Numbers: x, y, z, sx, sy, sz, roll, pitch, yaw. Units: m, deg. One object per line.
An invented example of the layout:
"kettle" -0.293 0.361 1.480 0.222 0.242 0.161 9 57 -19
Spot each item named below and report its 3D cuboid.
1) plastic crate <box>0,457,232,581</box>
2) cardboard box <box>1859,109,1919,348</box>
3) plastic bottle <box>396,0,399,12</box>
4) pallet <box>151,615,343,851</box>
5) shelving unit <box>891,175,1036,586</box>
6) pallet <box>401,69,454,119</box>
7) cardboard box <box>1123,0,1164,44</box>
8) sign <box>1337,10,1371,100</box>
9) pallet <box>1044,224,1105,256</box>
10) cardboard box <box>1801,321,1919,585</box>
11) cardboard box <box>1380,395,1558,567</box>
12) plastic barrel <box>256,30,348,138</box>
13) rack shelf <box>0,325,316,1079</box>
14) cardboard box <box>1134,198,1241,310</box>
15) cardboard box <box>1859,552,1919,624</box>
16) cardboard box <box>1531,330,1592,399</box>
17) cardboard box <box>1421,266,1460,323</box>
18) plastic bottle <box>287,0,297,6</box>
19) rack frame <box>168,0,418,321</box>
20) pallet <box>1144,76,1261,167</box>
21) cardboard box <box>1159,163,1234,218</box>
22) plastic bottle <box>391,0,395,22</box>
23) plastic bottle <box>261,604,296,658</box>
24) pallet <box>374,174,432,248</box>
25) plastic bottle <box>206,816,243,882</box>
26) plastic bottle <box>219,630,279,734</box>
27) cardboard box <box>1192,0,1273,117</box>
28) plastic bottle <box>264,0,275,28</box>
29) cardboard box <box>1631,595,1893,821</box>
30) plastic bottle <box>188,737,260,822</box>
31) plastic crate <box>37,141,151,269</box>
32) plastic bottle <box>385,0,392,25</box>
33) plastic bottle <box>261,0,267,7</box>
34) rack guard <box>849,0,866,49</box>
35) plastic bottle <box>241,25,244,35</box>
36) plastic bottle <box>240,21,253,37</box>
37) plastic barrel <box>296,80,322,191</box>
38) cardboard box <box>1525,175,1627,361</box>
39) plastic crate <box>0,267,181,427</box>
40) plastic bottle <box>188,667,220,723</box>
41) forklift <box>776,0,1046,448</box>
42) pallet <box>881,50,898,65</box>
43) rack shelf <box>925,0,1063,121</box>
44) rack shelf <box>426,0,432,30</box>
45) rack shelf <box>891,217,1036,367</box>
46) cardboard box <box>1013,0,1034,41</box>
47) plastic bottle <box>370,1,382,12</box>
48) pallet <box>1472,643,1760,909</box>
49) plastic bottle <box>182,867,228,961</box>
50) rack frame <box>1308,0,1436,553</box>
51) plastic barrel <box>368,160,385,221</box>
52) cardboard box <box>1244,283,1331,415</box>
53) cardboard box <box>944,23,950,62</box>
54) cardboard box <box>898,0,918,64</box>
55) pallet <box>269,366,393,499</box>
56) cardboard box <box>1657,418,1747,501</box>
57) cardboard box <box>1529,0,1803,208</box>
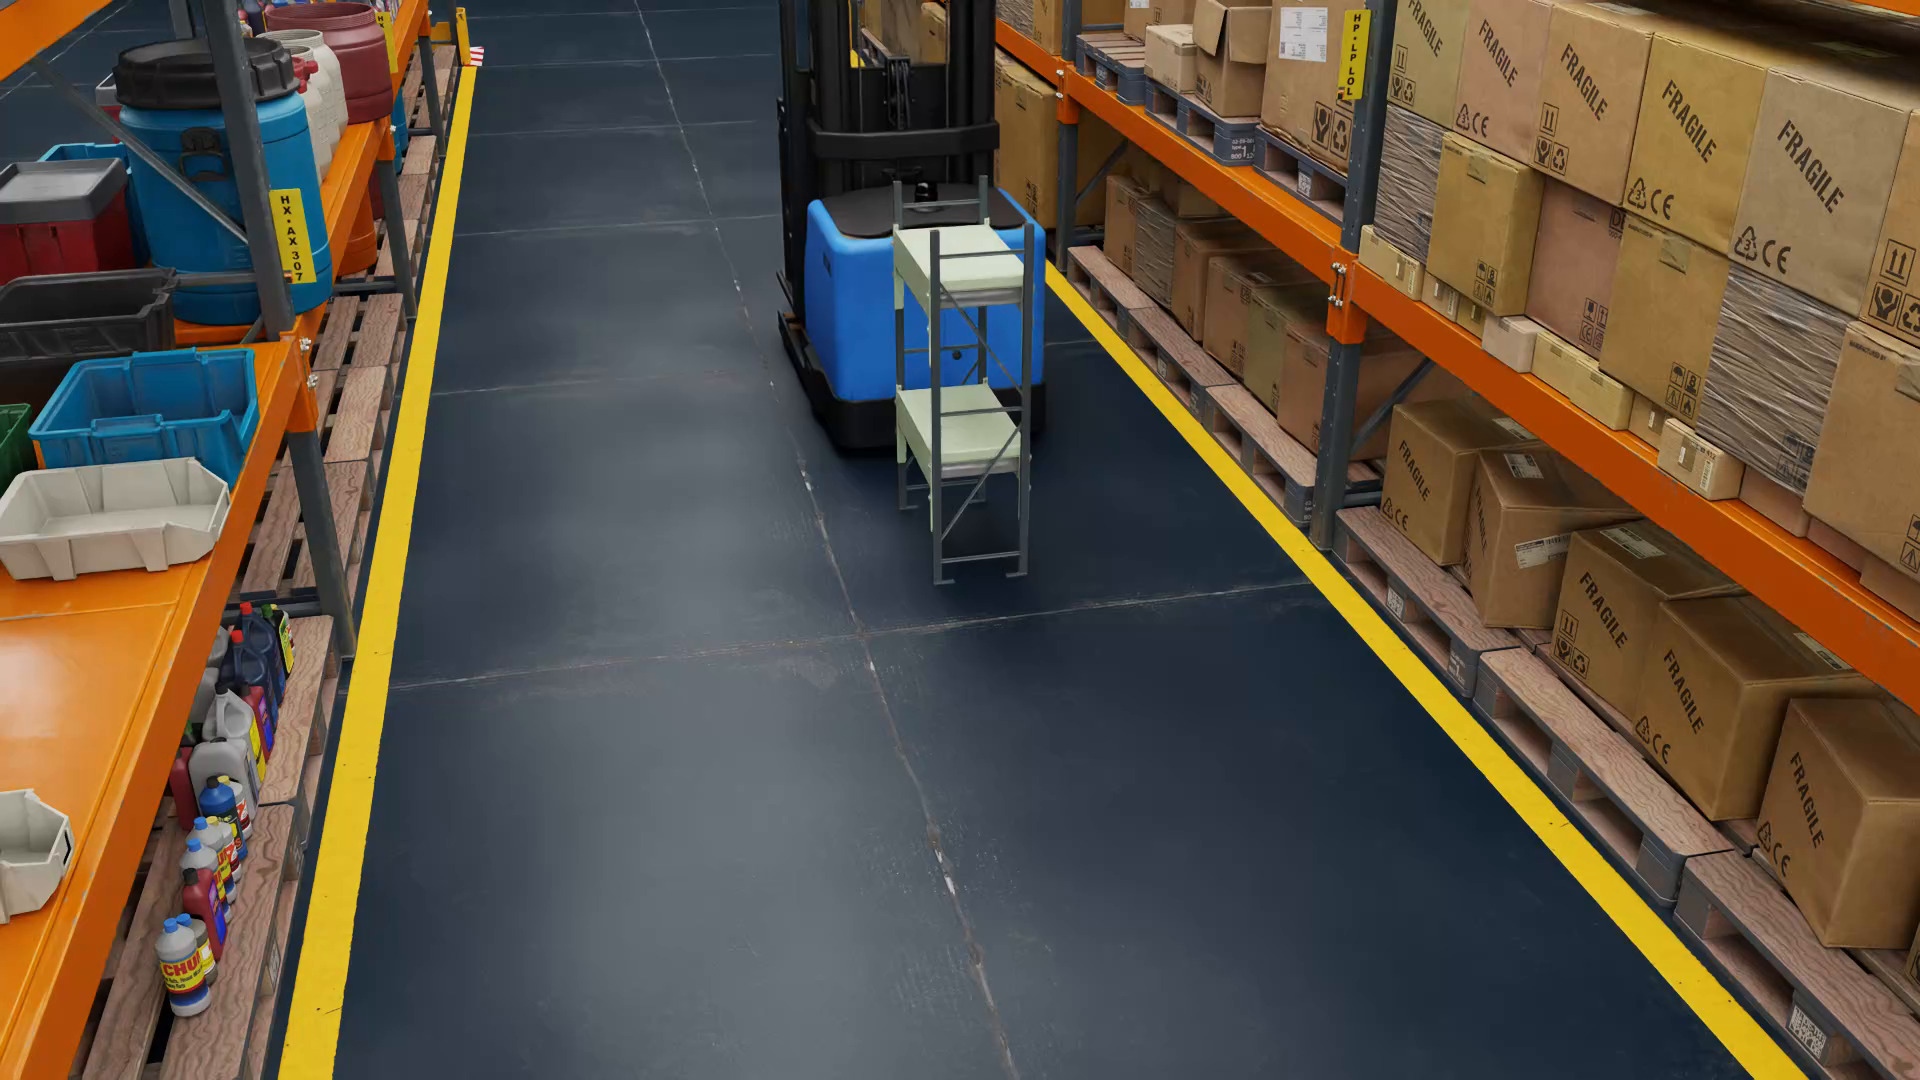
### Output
"plastic crate" -2.196 -0.052 4.317 0.530 0.136 0.437 -6 27 -12
"cardboard box" 2.435 -0.663 3.683 0.500 0.500 0.500 -6 27 -12
"plastic bottle" -4.044 -3.895 11.693 0.144 0.351 0.185 -6 27 -12
"pallet" -2.698 0.687 5.654 1.003 0.211 1.213 -6 27 -12
"shelving unit" 0.002 -0.667 6.906 0.431 1.500 0.755 -6 27 -12
"pallet" -5.093 -3.979 14.900 1.003 0.211 1.213 -6 27 -12
"cardboard box" 1.276 -3.115 9.515 0.500 0.500 0.500 -9 28 -18
"sign" 1.477 -1.819 6.239 0.100 0.325 0.005 -6 27 -12
"pallet" 1.011 -2.225 11.423 1.003 0.211 1.213 -6 27 -12
"cardboard box" 2.592 -0.233 3.941 0.875 0.500 0.500 -6 27 -12
"cardboard box" 2.068 -0.252 6.728 0.500 0.500 0.500 -7 28 -13
"plastic barrel" -3.270 -2.233 8.221 0.421 0.512 0.421 0 27 0
"rack shelf" -2.358 0.342 4.041 1.077 0.370 4.000 -6 27 -12
"cardboard box" 1.424 -1.662 9.500 0.700 0.500 0.500 -8 28 -16
"cardboard box" 2.450 0.079 4.044 0.380 0.149 0.250 -6 27 -12
"cardboard box" 2.078 -0.576 5.342 0.380 0.149 0.250 -6 27 -12
"cardboard box" 1.899 -0.905 5.992 0.380 0.149 0.250 -6 27 -12
"plastic bottle" -4.500 -3.551 11.176 0.097 0.201 0.097 0 27 0
"rack frame" -3.710 -2.613 9.098 1.000 3.000 0.127 -6 27 -12
"pallet" 1.602 -2.165 8.424 1.003 0.211 1.213 -6 27 -12
"cardboard box" 1.425 -2.008 9.353 0.500 0.250 0.500 -3 27 -6
"plastic bottle" -3.929 -3.651 11.375 0.097 0.201 0.097 0 27 0
"plastic bottle" -2.423 0.324 5.897 0.097 0.201 0.097 0 27 0
"pallet" -4.200 -2.244 11.462 1.003 0.211 1.213 -6 27 -12
"plastic bottle" -2.134 0.887 4.782 0.097 0.201 0.097 0 27 0
"plastic bottle" -2.339 0.467 5.447 0.144 0.351 0.185 -7 28 -14
"cardboard box" 1.536 -2.345 7.986 0.797 0.503 0.637 -3 27 -6
"plastic bottle" -4.376 -3.292 10.574 0.061 0.283 0.133 -6 27 -12
"cardboard box" 2.503 0.513 5.212 0.500 0.500 0.500 -3 27 -7
"plastic bottle" -2.234 0.714 5.041 0.152 0.276 0.135 -5 27 -11
"plastic crate" -3.360 -1.302 6.519 0.392 0.384 0.575 -6 27 -12
"plastic bottle" -3.832 -3.537 11.058 0.061 0.283 0.133 -6 27 -12
"plastic bottle" -4.541 -3.441 10.792 0.144 0.351 0.185 -6 27 -12
"rack guard" -0.693 -5.522 17.636 1.175 0.500 0.348 -6 27 -12
"plastic bottle" -4.365 -3.014 10.036 0.097 0.271 0.097 0 27 0
"plastic bottle" -4.431 -3.111 10.306 0.097 0.201 0.097 0 27 0
"plastic barrel" -2.976 -1.682 7.102 0.433 0.535 0.433 0 27 0
"cardboard box" 2.347 -0.901 5.265 0.875 0.500 0.500 -6 27 -12
"plastic crate" -2.814 -0.586 5.152 0.767 0.338 0.504 -6 27 -12
"plastic bottle" -2.478 0.527 5.412 0.152 0.276 0.135 -6 27 -12
"forklift" -0.418 -2.392 8.735 1.130 2.935 3.031 -6 27 -12
"pallet" -0.159 -4.505 15.942 1.003 0.211 1.213 -6 27 -12
"rack shelf" 0.665 -3.673 11.996 1.077 0.370 4.000 -6 27 -12
"rack shelf" -5.062 -4.926 14.478 1.077 0.370 4.000 -6 27 -12
"rack shelf" 0.002 -1.015 6.730 0.431 0.370 0.720 -6 27 -12
"cardboard box" 0.656 -3.571 10.886 0.500 0.500 0.500 -6 27 -12
"plastic bottle" -3.752 -3.339 10.679 0.097 0.271 0.097 0 27 0
"pallet" 2.481 0.713 5.603 1.003 0.211 1.213 -6 27 -12
"plastic bottle" -2.045 0.987 4.493 0.061 0.283 0.133 -5 27 -11
"rack frame" 2.017 -1.360 6.615 1.000 3.000 0.127 -6 27 -12
"plastic barrel" -4.091 -2.433 10.951 0.600 0.588 0.708 -6 27 -12
"cardboard box" 1.811 -0.923 8.036 0.700 0.500 0.500 -6 27 -12
"cardboard box" 0.580 -3.440 12.628 1.225 0.875 0.875 -7 28 -13
"cardboard box" -0.059 -4.804 15.330 0.875 0.875 0.875 -6 27 -12
"pallet" -3.302 -0.489 7.985 1.003 0.211 1.213 -6 27 -12
"cardboard box" 2.213 -0.244 4.682 0.380 0.149 0.250 -6 27 -12
"cardboard box" 2.097 -1.321 4.988 0.500 0.500 0.500 -6 27 -12
